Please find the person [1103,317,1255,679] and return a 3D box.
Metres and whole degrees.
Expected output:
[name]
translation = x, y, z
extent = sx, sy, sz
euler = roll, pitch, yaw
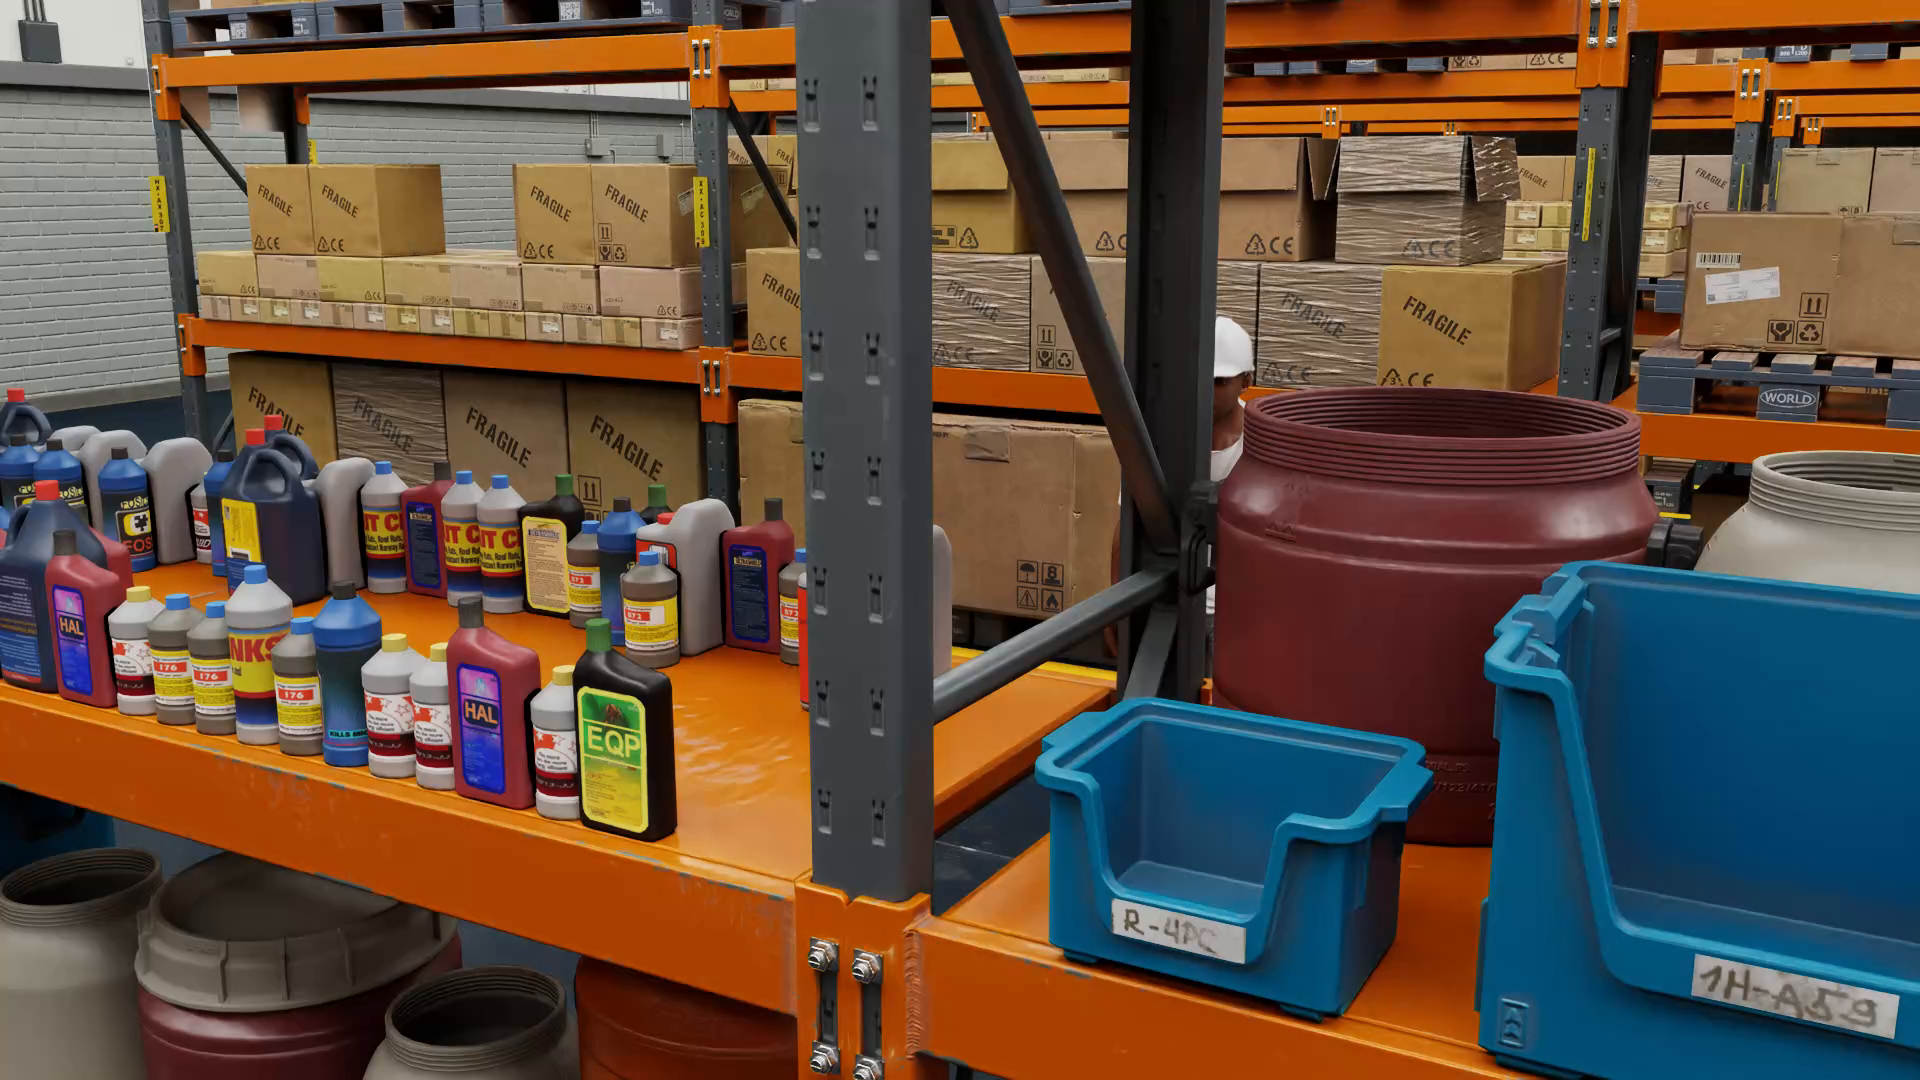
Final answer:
[person]
translation = 0.736, 0.218, 4.946
extent = 0.635, 1.760, 0.456
euler = 6, 14, 25
